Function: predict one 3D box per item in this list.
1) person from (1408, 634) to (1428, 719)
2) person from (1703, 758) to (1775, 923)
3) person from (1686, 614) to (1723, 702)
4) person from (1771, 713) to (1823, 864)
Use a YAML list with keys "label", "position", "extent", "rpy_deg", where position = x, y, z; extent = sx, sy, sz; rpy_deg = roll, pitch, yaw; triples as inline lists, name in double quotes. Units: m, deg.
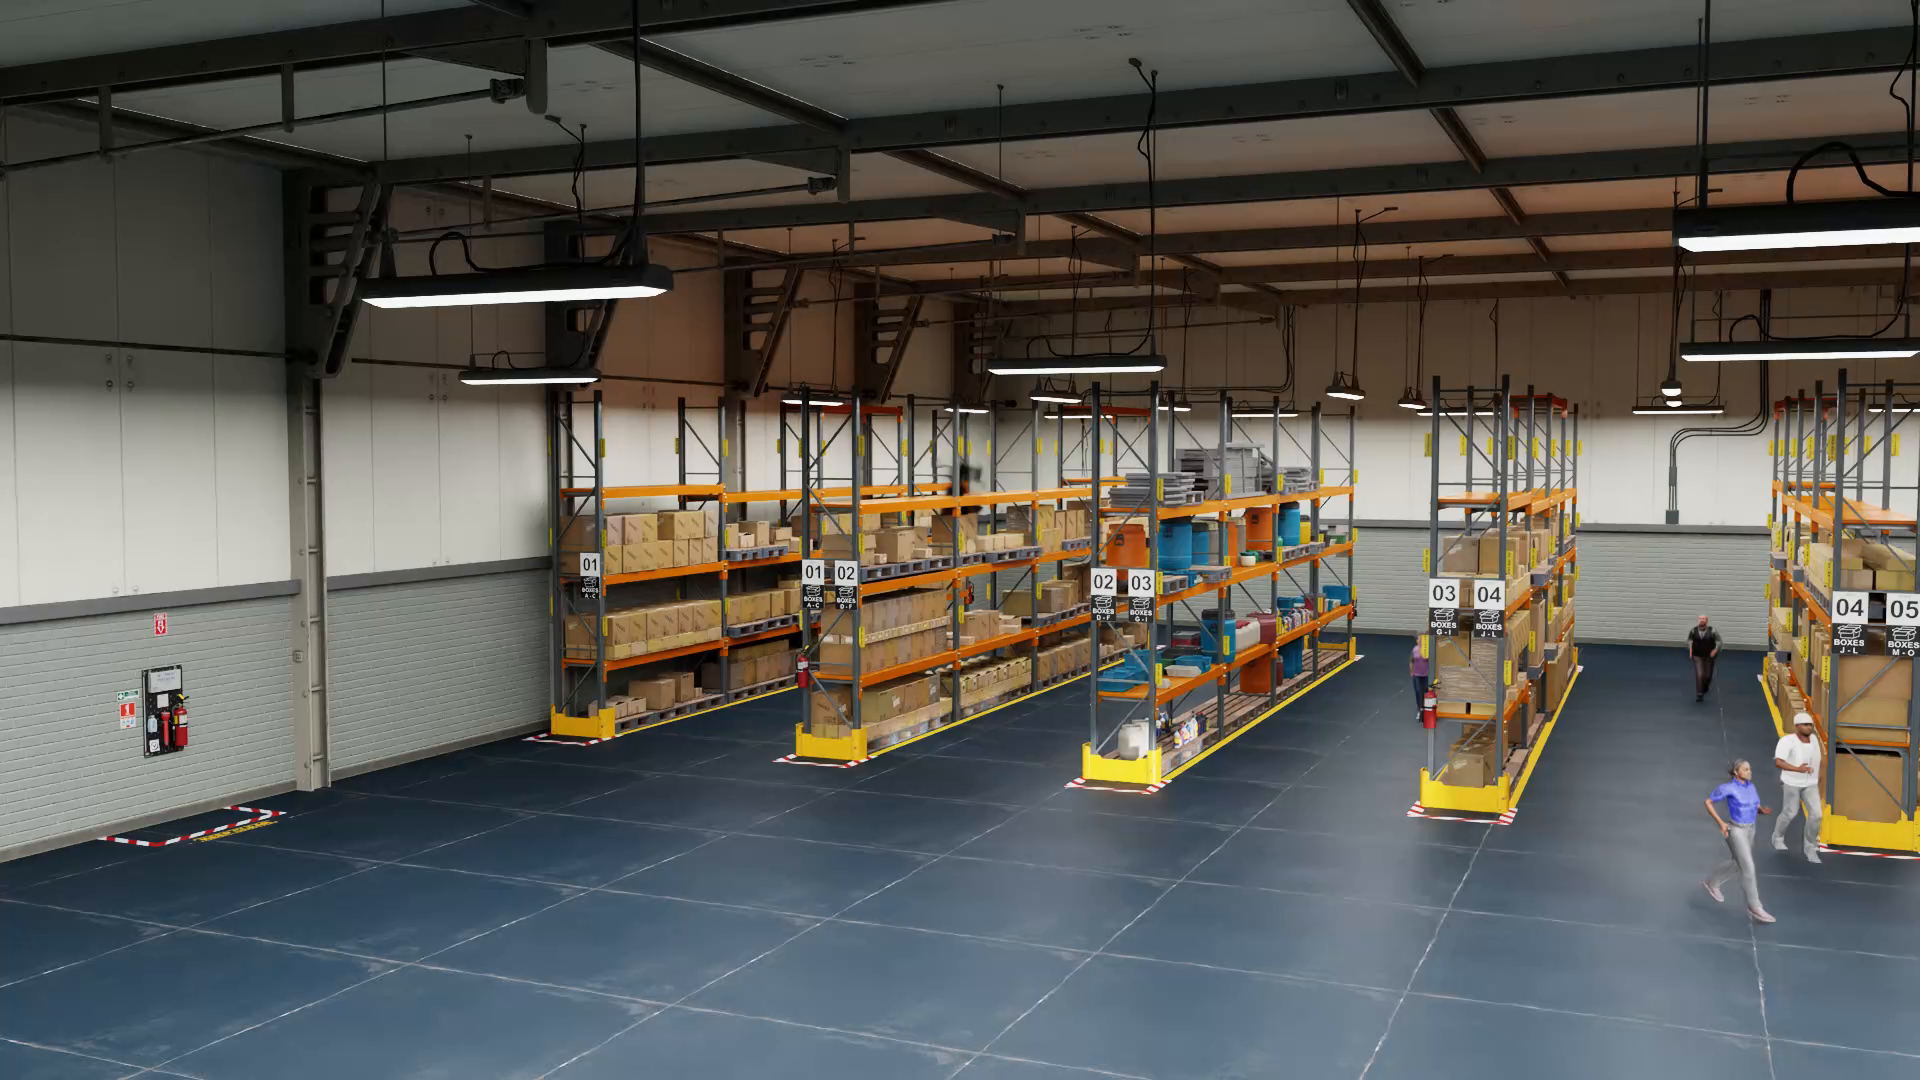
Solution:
- label: "person"
  position: [8.590, 2.526, 30.880]
  extent: [0.537, 1.568, 0.506]
  rpy_deg: [2, 4, 29]
- label: "person"
  position: [8.350, 3.174, 17.818]
  extent: [0.554, 1.646, 0.910]
  rpy_deg: [-2, 4, -31]
- label: "person"
  position: [14.769, 2.327, 33.002]
  extent: [0.672, 1.718, 0.758]
  rpy_deg: [2, 4, 30]
- label: "person"
  position: [10.243, 3.016, 20.268]
  extent: [0.720, 1.849, 0.759]
  rpy_deg: [0, 3, -7]
